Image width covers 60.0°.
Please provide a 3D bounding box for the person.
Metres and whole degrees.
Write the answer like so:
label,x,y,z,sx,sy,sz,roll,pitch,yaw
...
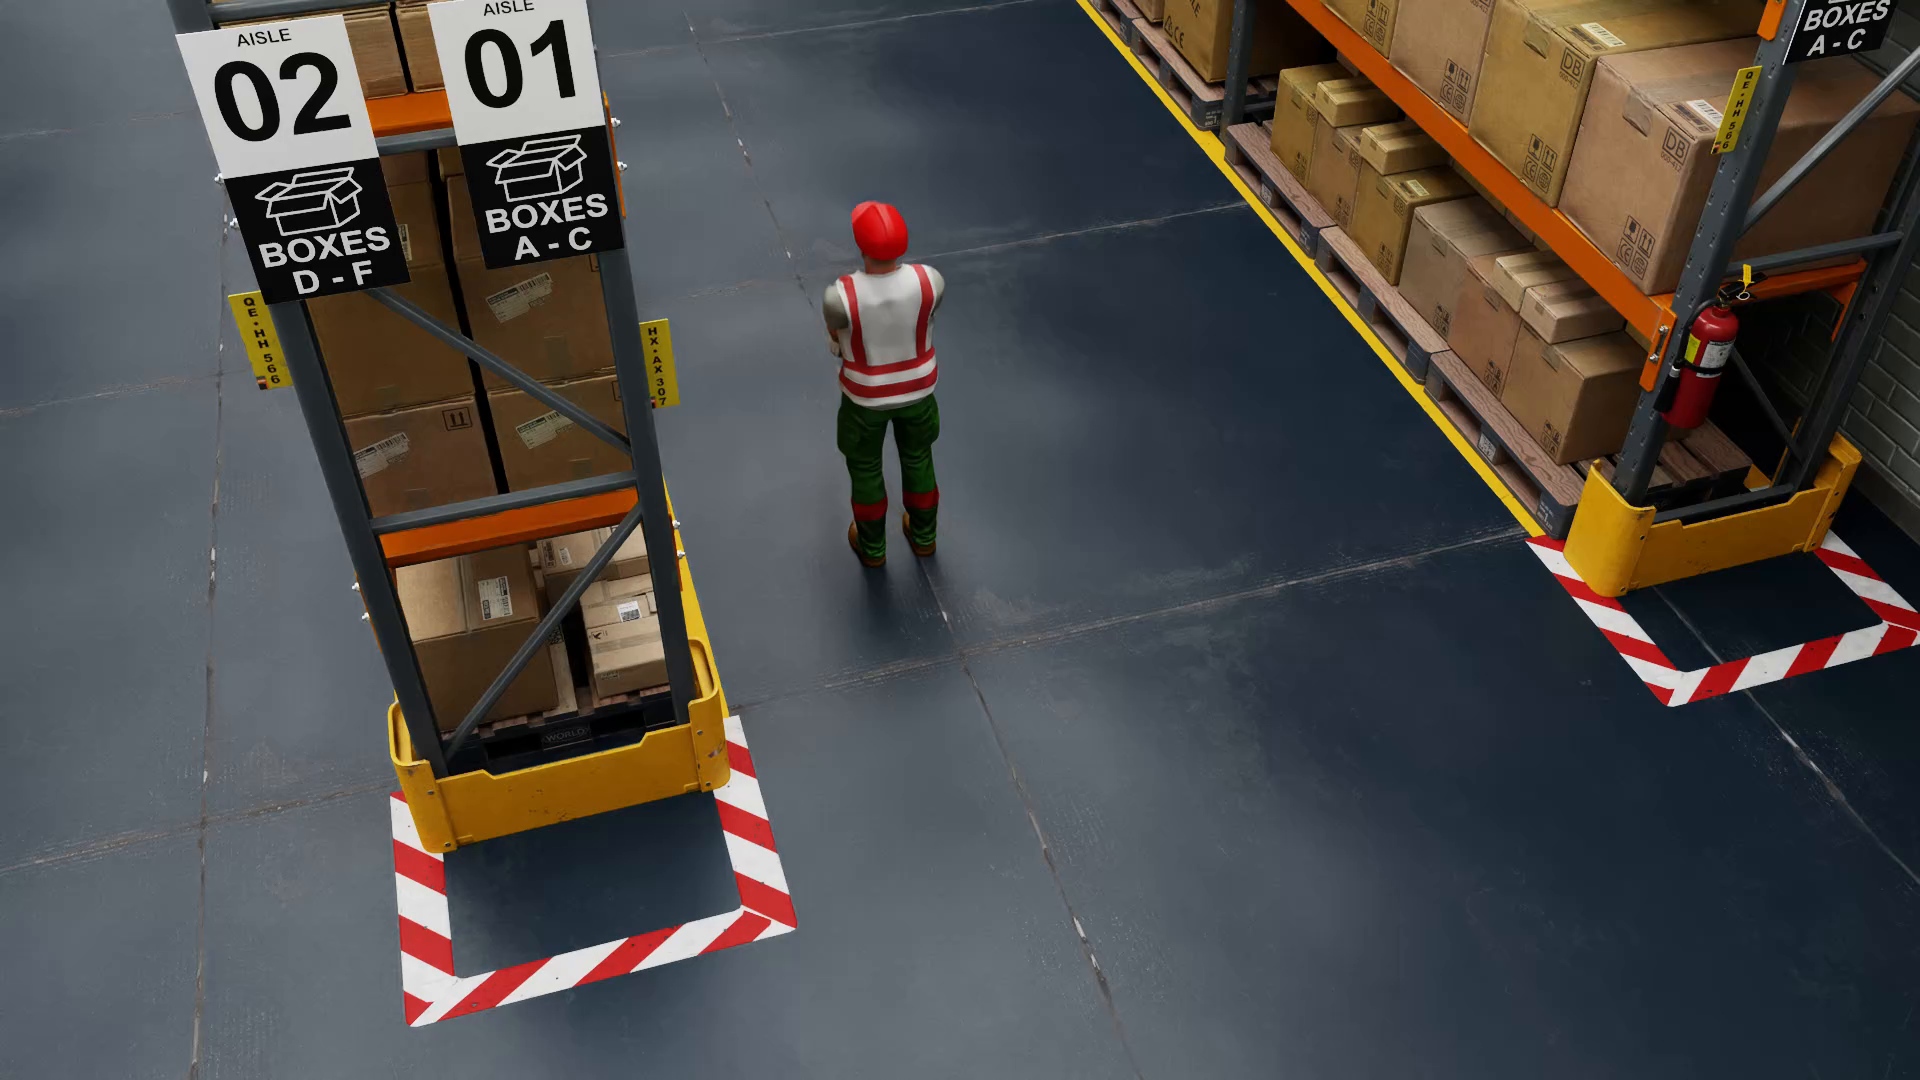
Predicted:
label,x,y,z,sx,sy,sz,roll,pitch,yaw
person,-0.336,-0.690,6.917,0.494,1.782,0.570,-11,43,-12
